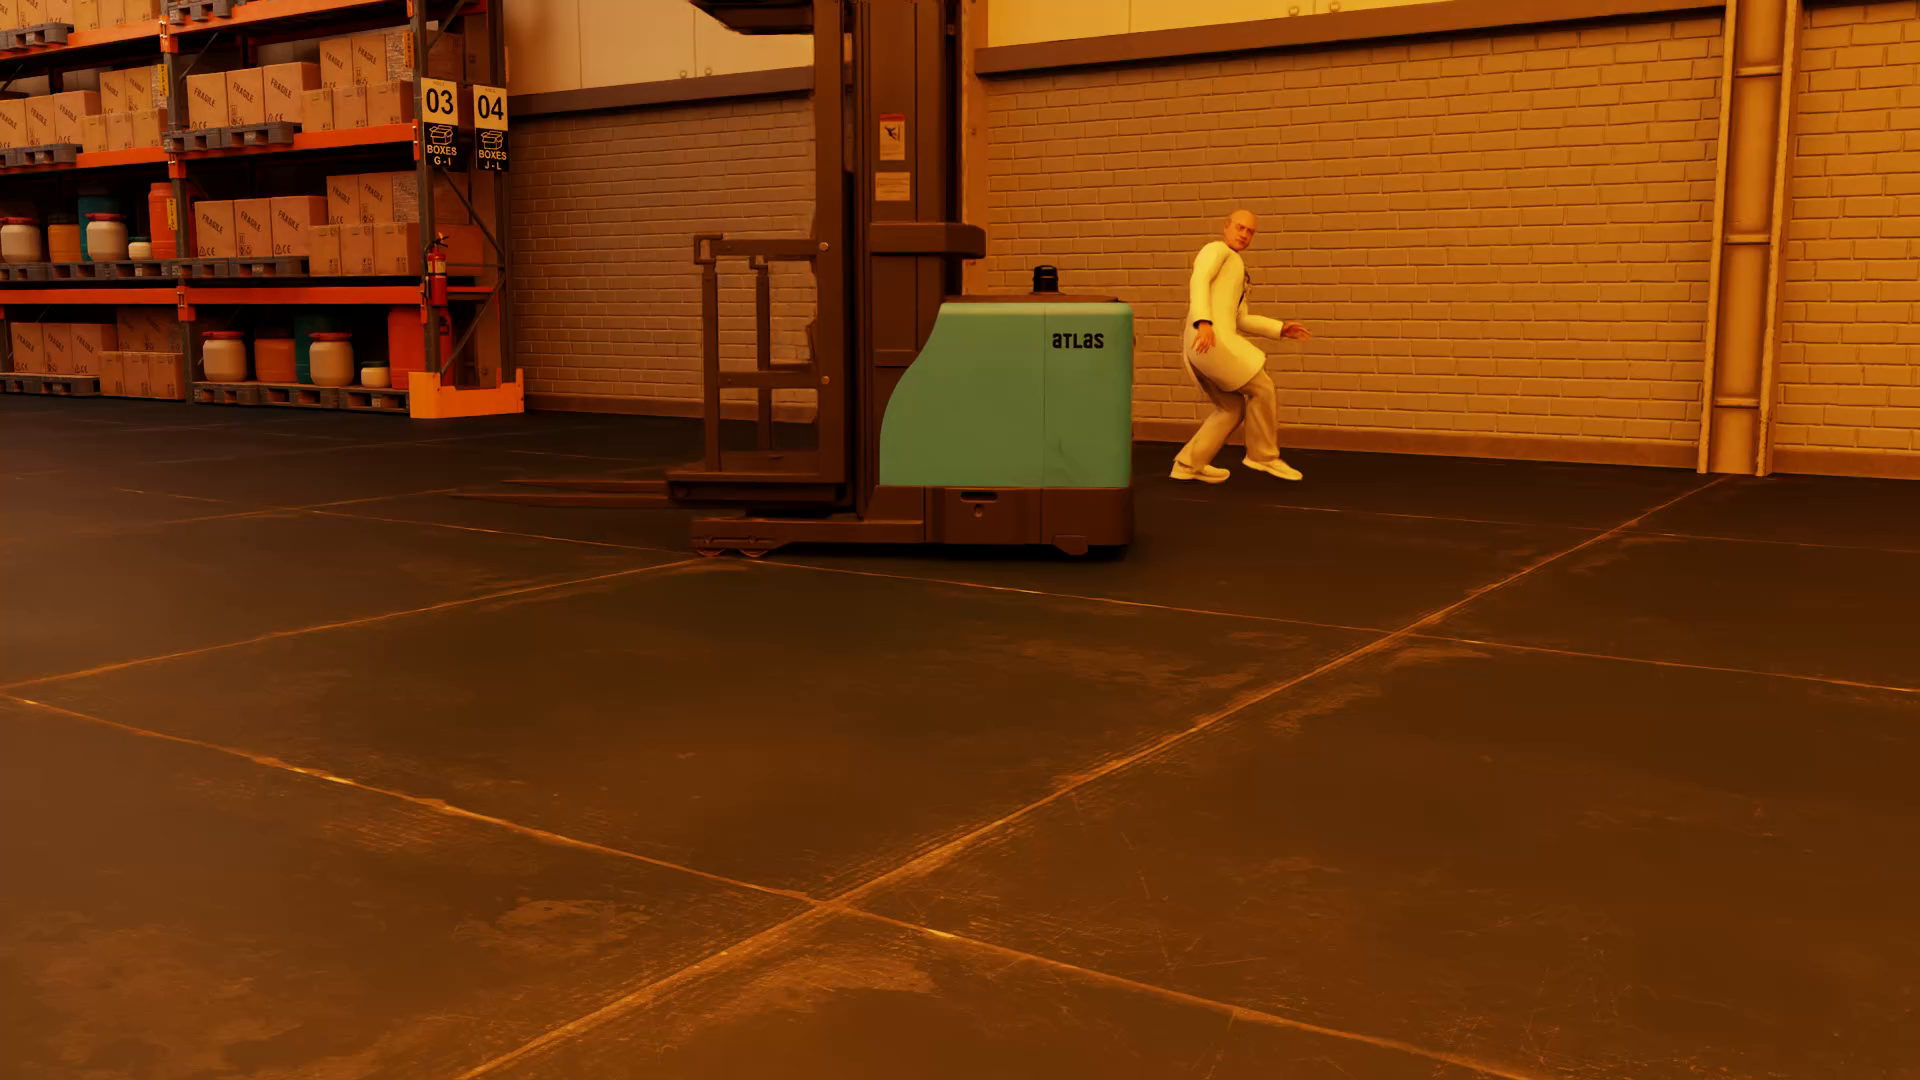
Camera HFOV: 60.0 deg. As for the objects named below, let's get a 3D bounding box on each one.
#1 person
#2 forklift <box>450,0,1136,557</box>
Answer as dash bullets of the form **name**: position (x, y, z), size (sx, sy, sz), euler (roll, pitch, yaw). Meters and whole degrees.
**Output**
- **person**: position (1.684, -1.134, 9.835), size (0.831, 1.611, 0.808), euler (-1, 8, -5)
- **forklift**: position (-0.735, -1.451, 7.394), size (3.031, 2.935, 1.130), euler (1, 8, 6)
